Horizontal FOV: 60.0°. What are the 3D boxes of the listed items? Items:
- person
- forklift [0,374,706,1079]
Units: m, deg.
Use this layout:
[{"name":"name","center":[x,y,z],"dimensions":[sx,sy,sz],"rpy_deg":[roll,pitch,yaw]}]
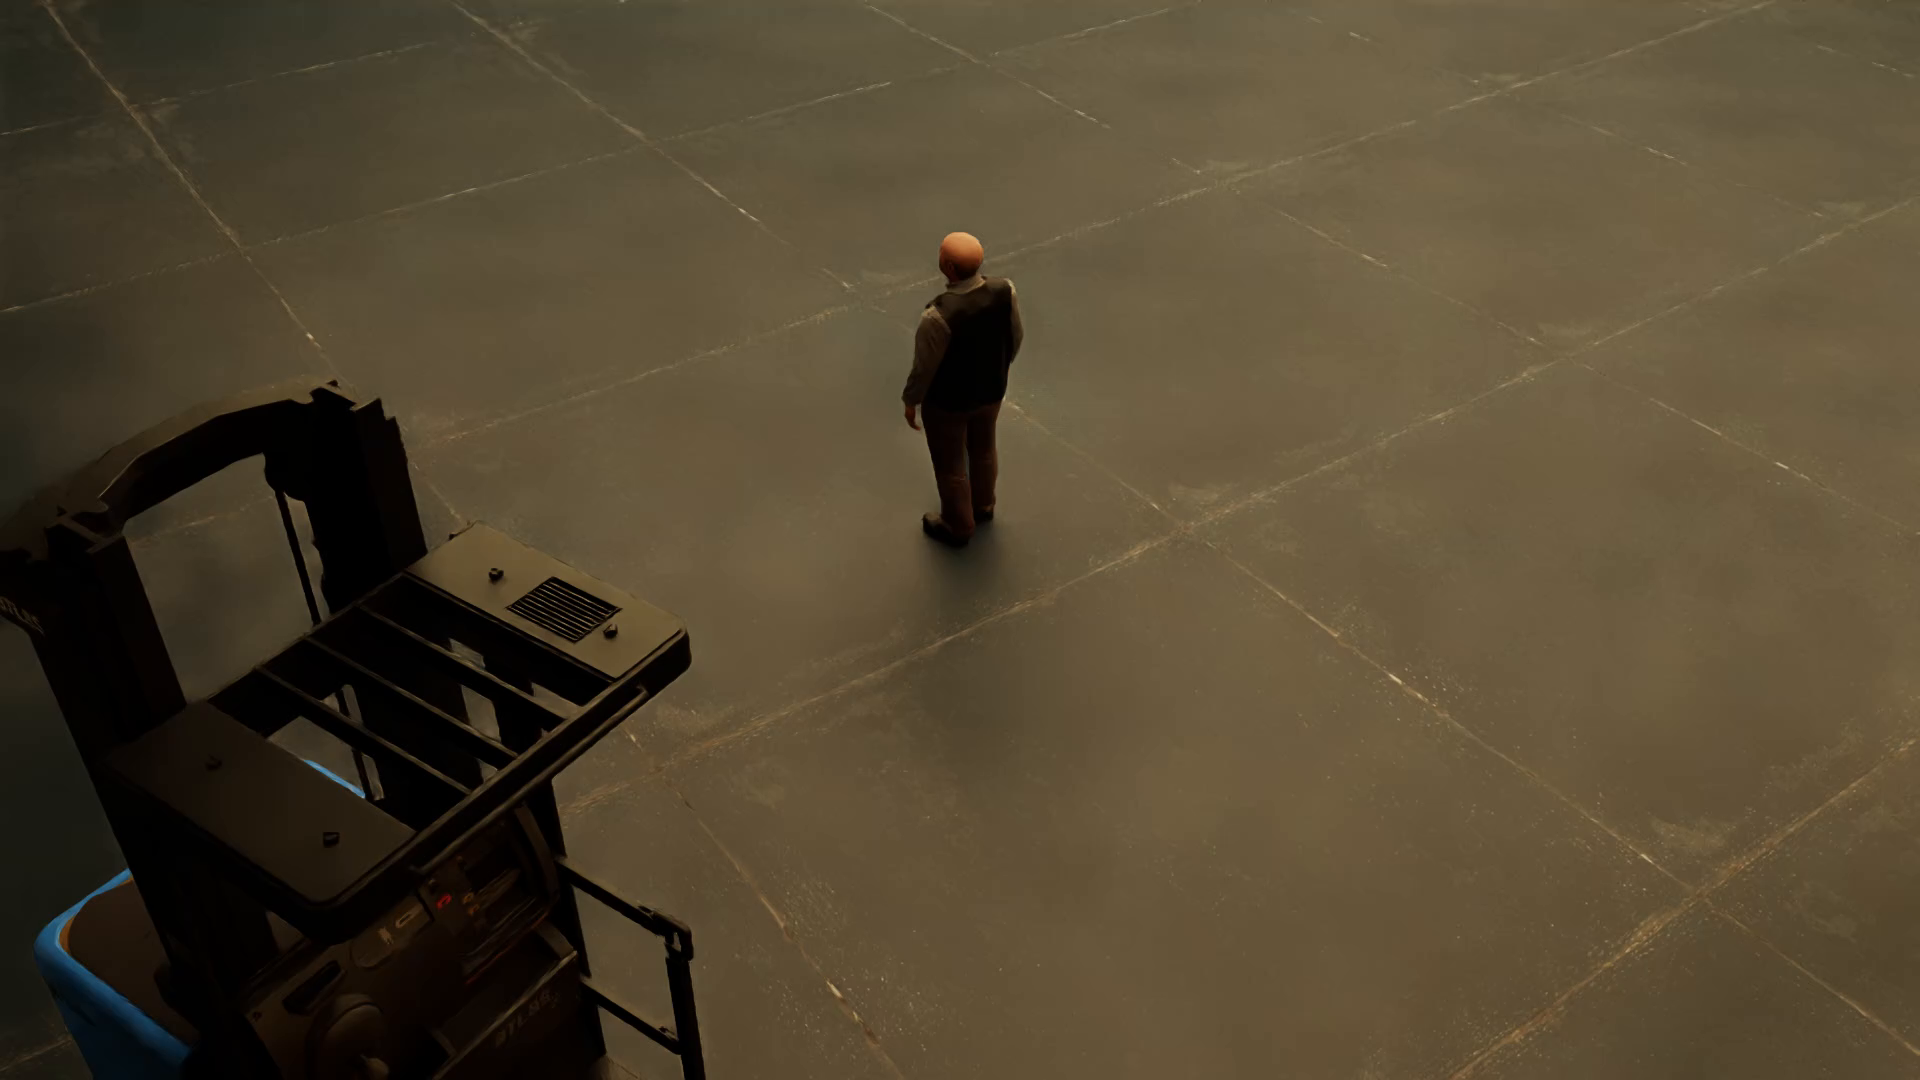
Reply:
[{"name":"person","center":[-0.030,-0.731,7.938],"dimensions":[0.632,1.720,0.567],"rpy_deg":[-23,42,-28]},{"name":"forklift","center":[-1.312,1.137,4.407],"dimensions":[3.031,2.935,1.130],"rpy_deg":[22,42,27]}]
